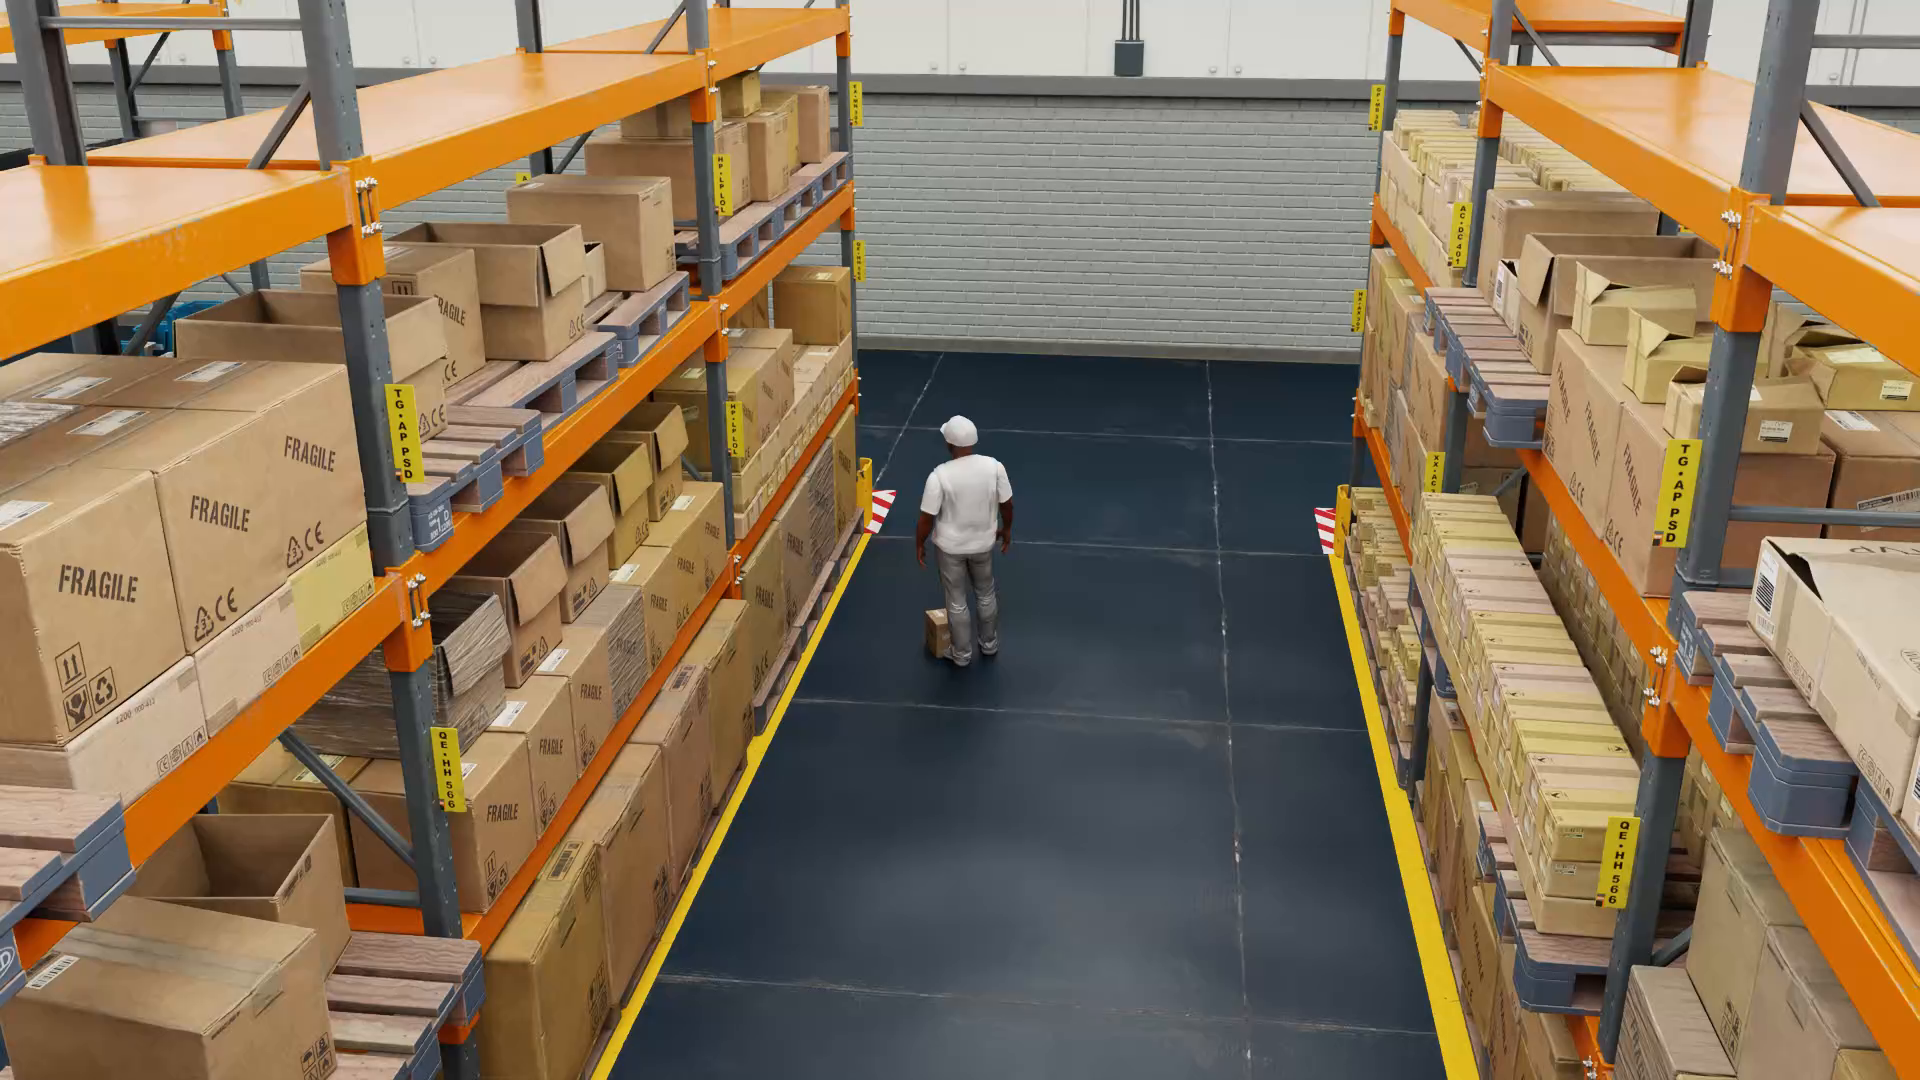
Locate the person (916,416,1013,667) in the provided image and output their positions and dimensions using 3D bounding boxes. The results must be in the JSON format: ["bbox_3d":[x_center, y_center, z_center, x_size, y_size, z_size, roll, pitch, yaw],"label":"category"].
[{"bbox_3d":[0.008,-0.013,11.057,0.666,1.766,0.577,-7,22,-16],"label":"person"}]
